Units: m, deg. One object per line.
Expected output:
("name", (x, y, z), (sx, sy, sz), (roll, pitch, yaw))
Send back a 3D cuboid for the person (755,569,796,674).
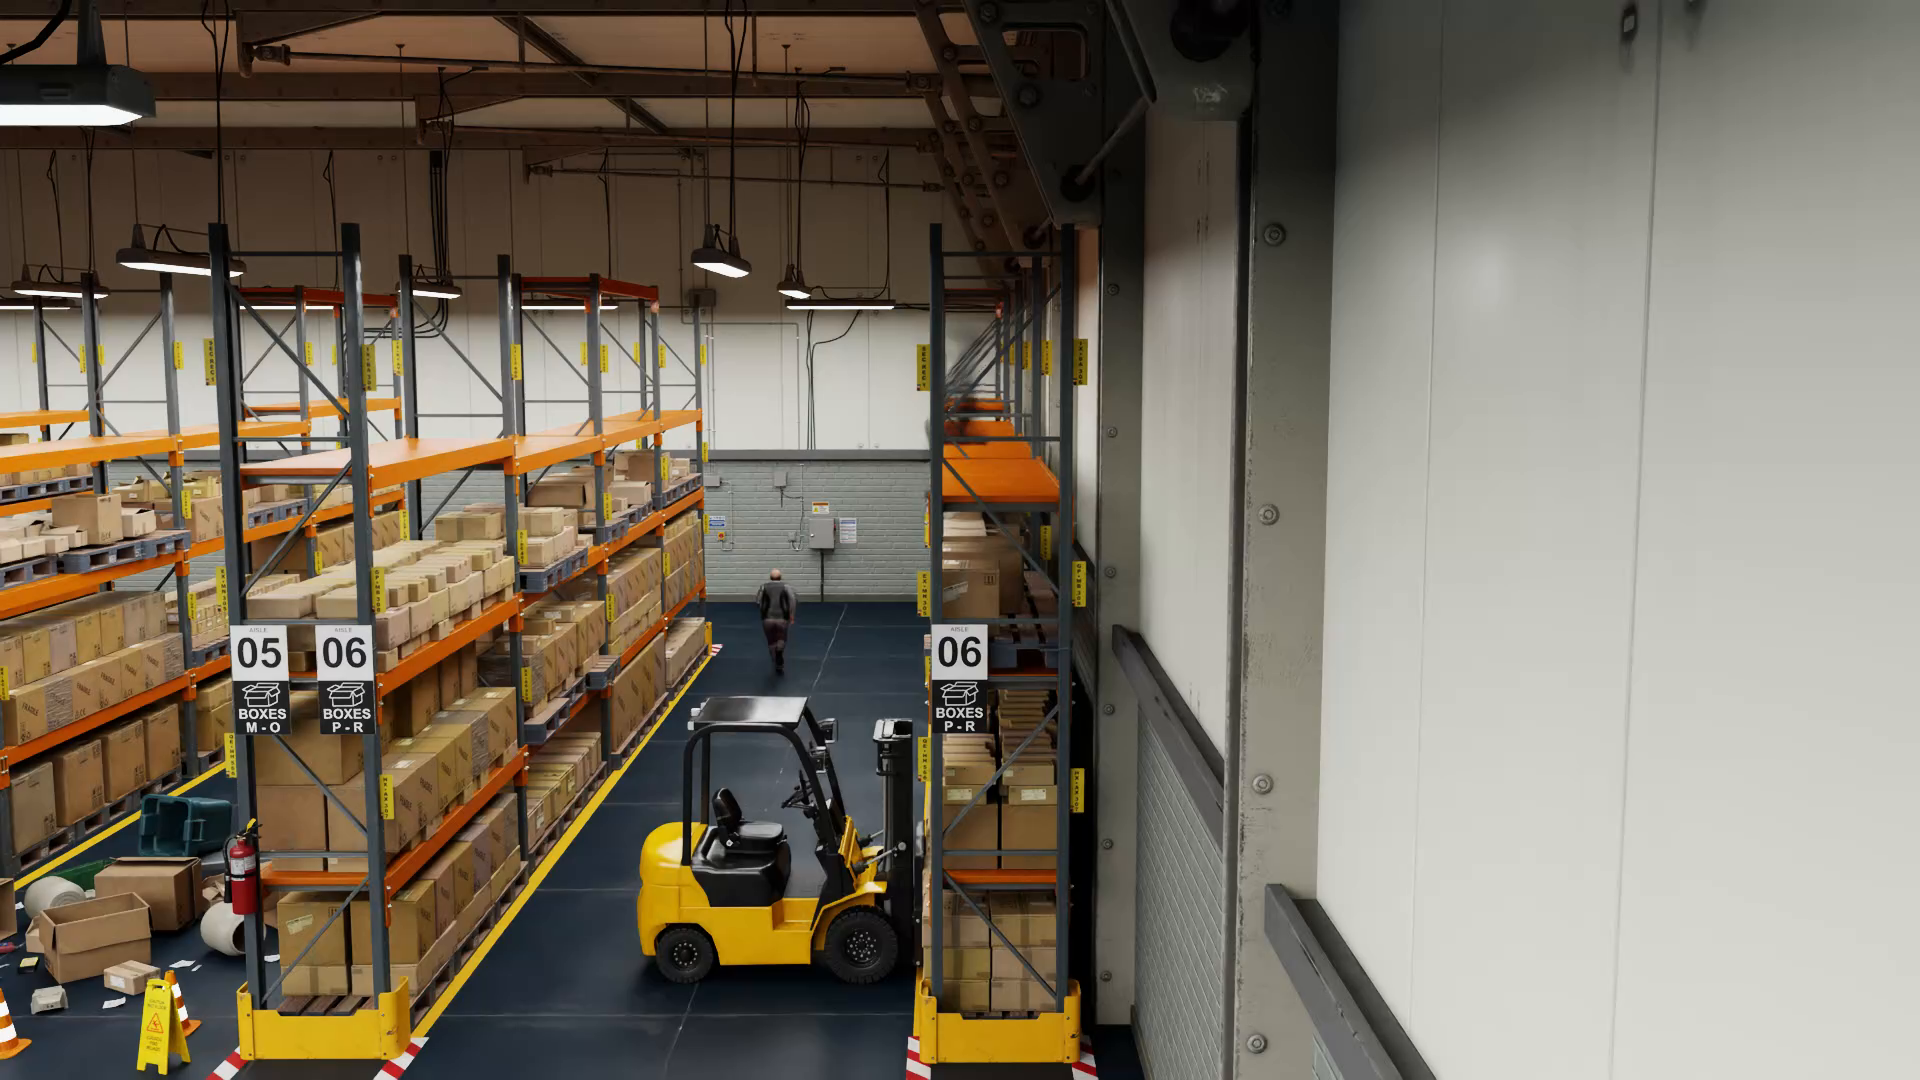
("person", (-2.906, 1.306, 26.262), (0.650, 1.656, 0.742), (-1, 7, -6))
